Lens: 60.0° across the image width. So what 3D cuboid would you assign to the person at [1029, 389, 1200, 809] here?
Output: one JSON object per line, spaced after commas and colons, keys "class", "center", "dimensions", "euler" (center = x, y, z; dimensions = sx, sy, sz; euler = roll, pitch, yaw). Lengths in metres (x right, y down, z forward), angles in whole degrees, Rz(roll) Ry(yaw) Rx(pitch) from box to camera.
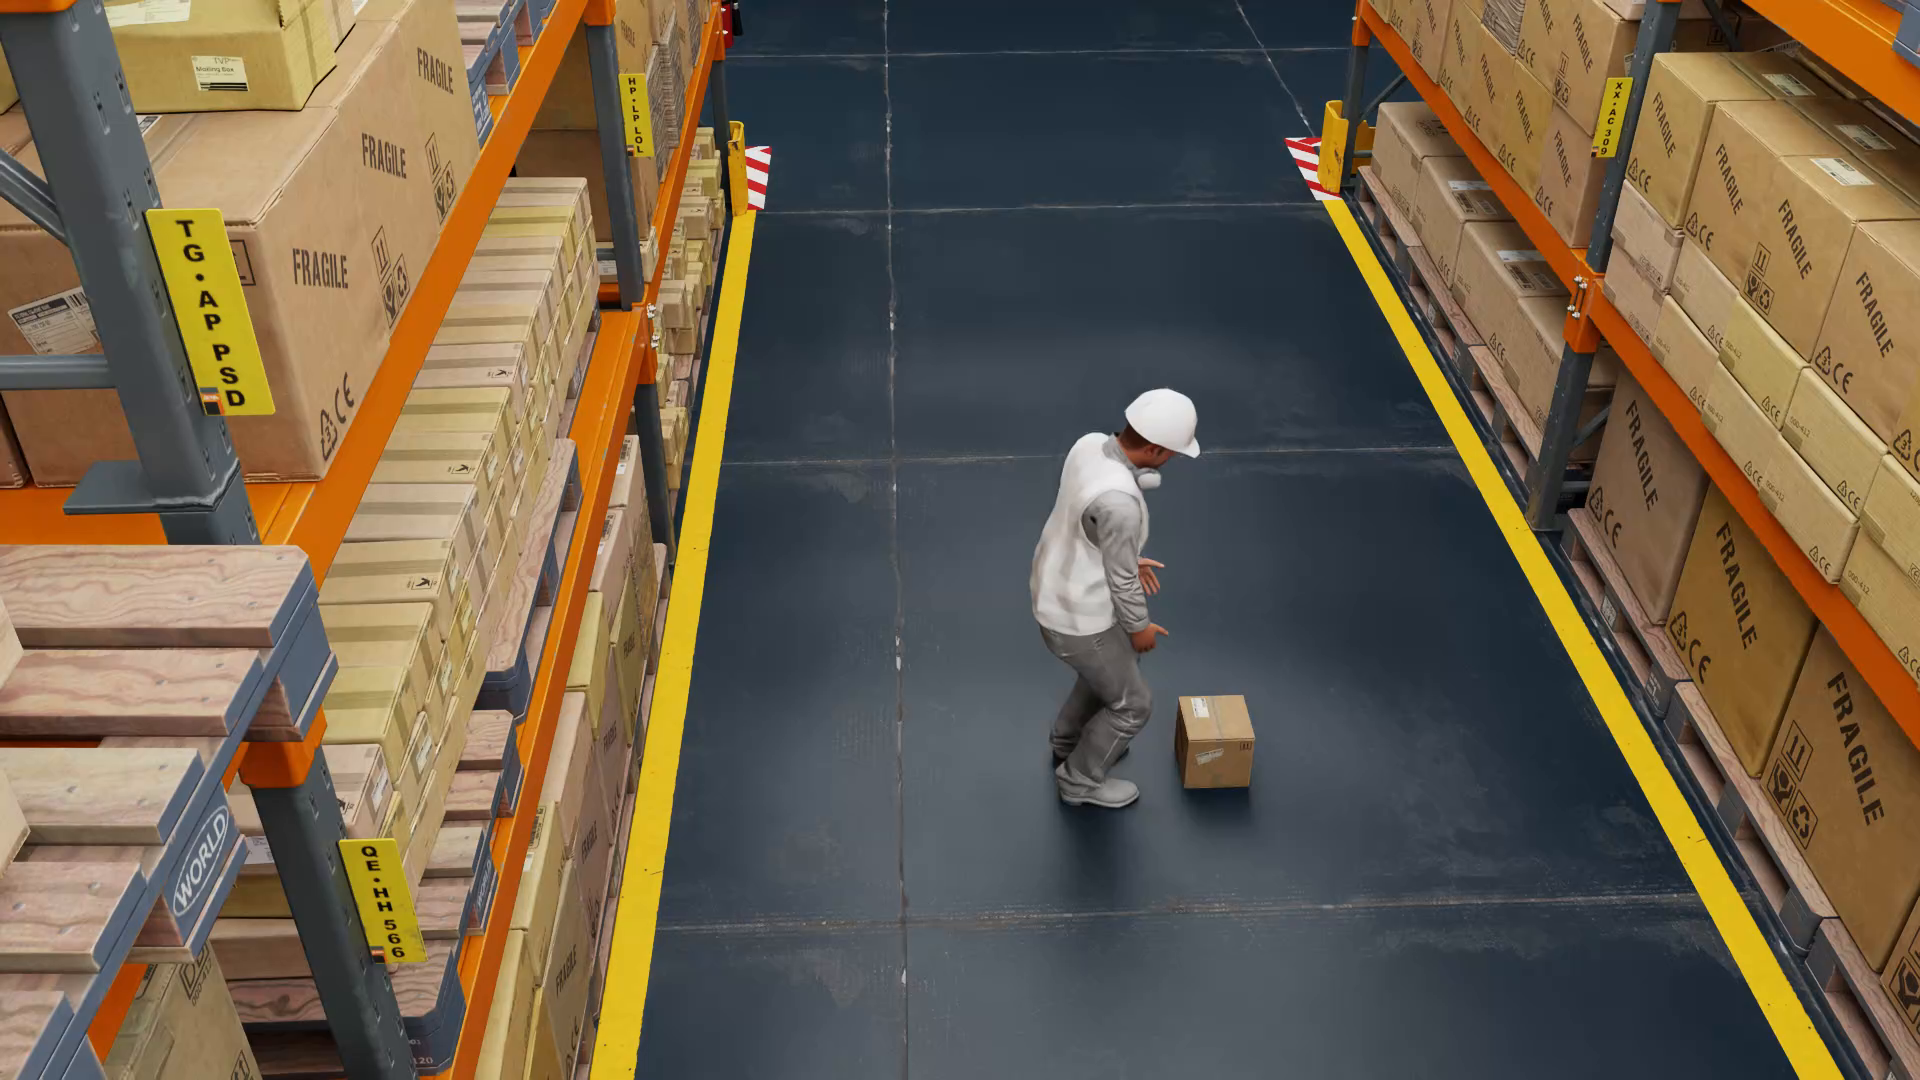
{"class": "person", "center": [0.529, 0.195, 5.946], "dimensions": [0.559, 1.665, 0.574], "euler": [-1, 35, -1]}
